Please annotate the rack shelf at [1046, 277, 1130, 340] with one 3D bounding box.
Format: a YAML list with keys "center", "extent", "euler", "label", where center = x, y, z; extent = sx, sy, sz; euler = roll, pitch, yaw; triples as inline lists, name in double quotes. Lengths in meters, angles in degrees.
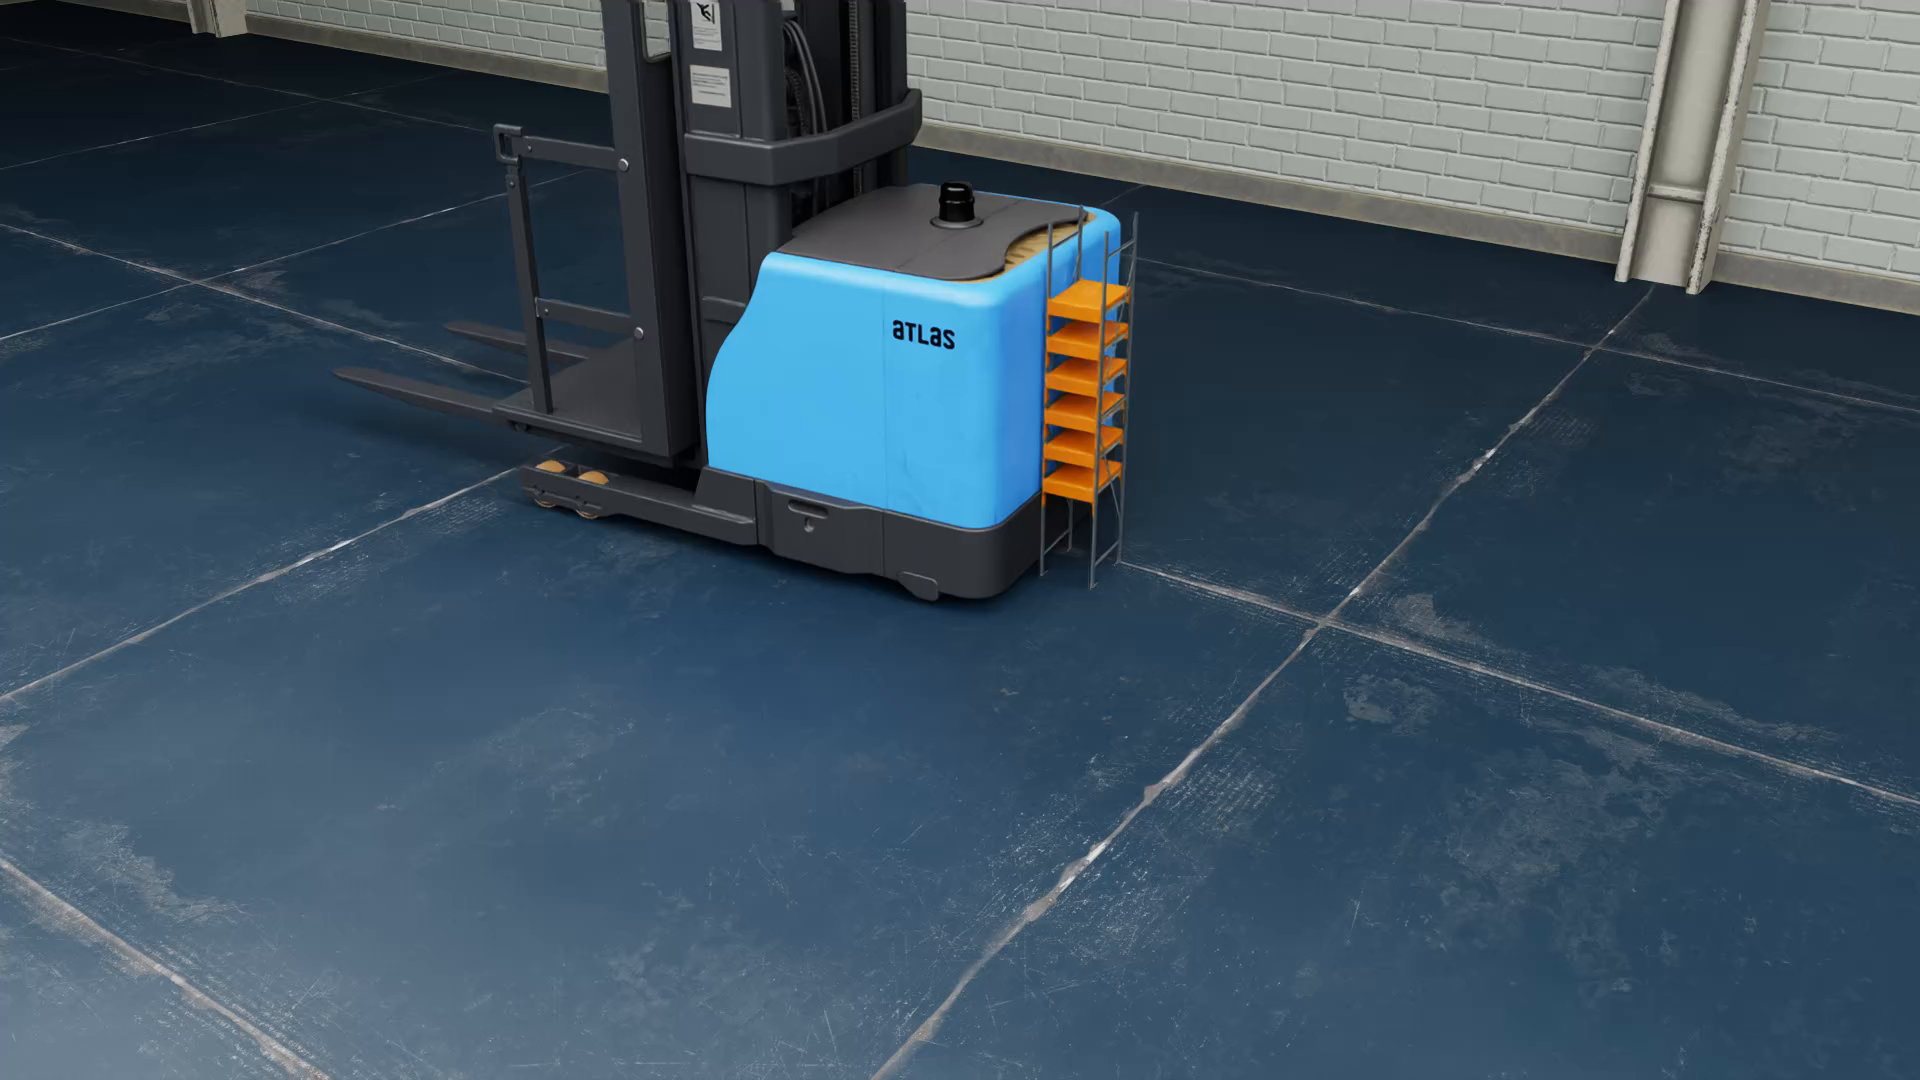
- center: [0.403, -0.718, 5.143]
  extent: [0.180, 0.103, 0.258]
  euler: [14, 30, 25]
  label: "rack shelf"

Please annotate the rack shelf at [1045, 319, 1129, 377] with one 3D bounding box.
- center: [0.403, -0.611, 5.197]
  extent: [0.180, 0.103, 0.258]
  euler: [14, 30, 25]
  label: "rack shelf"

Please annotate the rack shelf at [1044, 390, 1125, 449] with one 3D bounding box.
- center: [0.403, -0.397, 5.306]
  extent: [0.180, 0.103, 0.258]
  euler: [14, 30, 25]
  label: "rack shelf"

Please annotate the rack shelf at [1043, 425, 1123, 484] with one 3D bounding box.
- center: [0.403, -0.290, 5.360]
  extent: [0.180, 0.103, 0.258]
  euler: [14, 30, 25]
  label: "rack shelf"

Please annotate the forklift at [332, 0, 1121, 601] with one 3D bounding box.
- center: [-0.992, -1.576, 5.614]
  extent: [3.031, 2.935, 1.130]
  euler: [14, 30, 25]
  label: "forklift"

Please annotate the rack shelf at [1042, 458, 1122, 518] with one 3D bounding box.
- center: [0.403, -0.183, 5.415]
  extent: [0.180, 0.103, 0.258]
  euler: [14, 30, 25]
  label: "rack shelf"

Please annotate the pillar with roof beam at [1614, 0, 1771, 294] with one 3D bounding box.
- center: [1.077, -3.704, 3.106]
  extent: [0.400, 9.000, 9.100]
  euler: [17, 32, 30]
  label: "pillar with roof beam"

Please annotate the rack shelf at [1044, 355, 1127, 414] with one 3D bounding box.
- center: [0.403, -0.504, 5.251]
  extent: [0.180, 0.103, 0.258]
  euler: [14, 30, 25]
  label: "rack shelf"

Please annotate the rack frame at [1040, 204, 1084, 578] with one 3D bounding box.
- center: [0.323, -0.457, 5.324]
  extent: [0.006, 1.200, 0.240]
  euler: [14, 30, 25]
  label: "rack frame"

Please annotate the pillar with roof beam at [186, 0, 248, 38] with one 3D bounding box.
- center: [-8.815, -6.785, 9.161]
  extent: [0.400, 9.000, 9.100]
  euler: [17, 32, 30]
  label: "pillar with roof beam"

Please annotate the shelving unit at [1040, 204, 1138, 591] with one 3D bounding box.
- center: [0.403, -0.437, 5.286]
  extent: [0.189, 1.200, 0.258]
  euler: [14, 30, 25]
  label: "shelving unit"

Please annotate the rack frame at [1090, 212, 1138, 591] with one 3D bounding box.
- center: [0.484, -0.417, 5.247]
  extent: [0.006, 1.200, 0.240]
  euler: [14, 30, 25]
  label: "rack frame"
